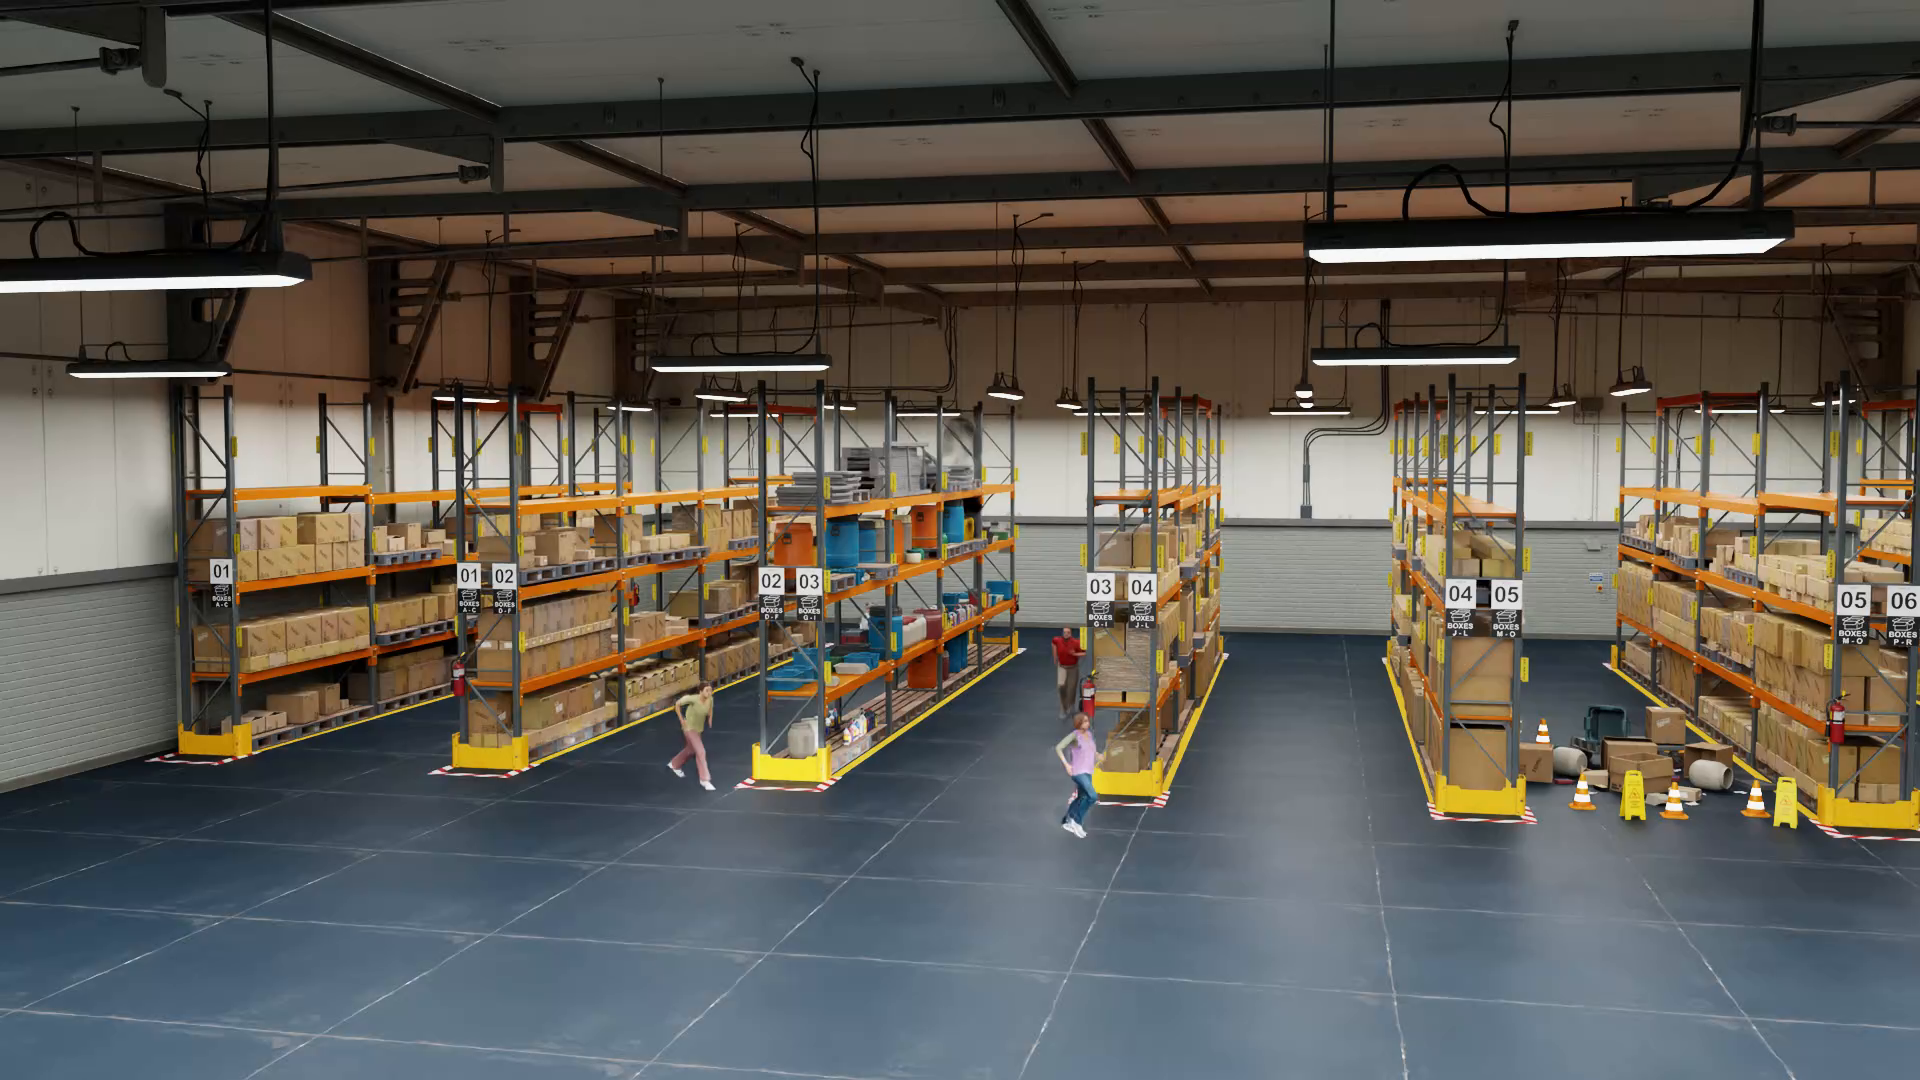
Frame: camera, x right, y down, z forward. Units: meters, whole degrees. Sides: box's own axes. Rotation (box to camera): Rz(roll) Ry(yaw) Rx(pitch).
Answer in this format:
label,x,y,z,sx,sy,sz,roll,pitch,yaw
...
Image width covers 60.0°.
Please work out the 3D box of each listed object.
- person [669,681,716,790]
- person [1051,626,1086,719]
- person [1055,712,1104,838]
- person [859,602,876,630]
label,x,y,z,sx,sy,sz,roll,pitch,yaw
person,-3.977,2.876,24.531,0.615,1.577,1.003,-3,4,-45
person,2.012,2.446,30.842,0.650,1.739,0.949,0,3,6
person,1.565,3.007,21.295,0.663,1.593,0.510,2,4,37
person,-1.959,2.166,35.834,0.626,1.684,0.920,1,3,23
